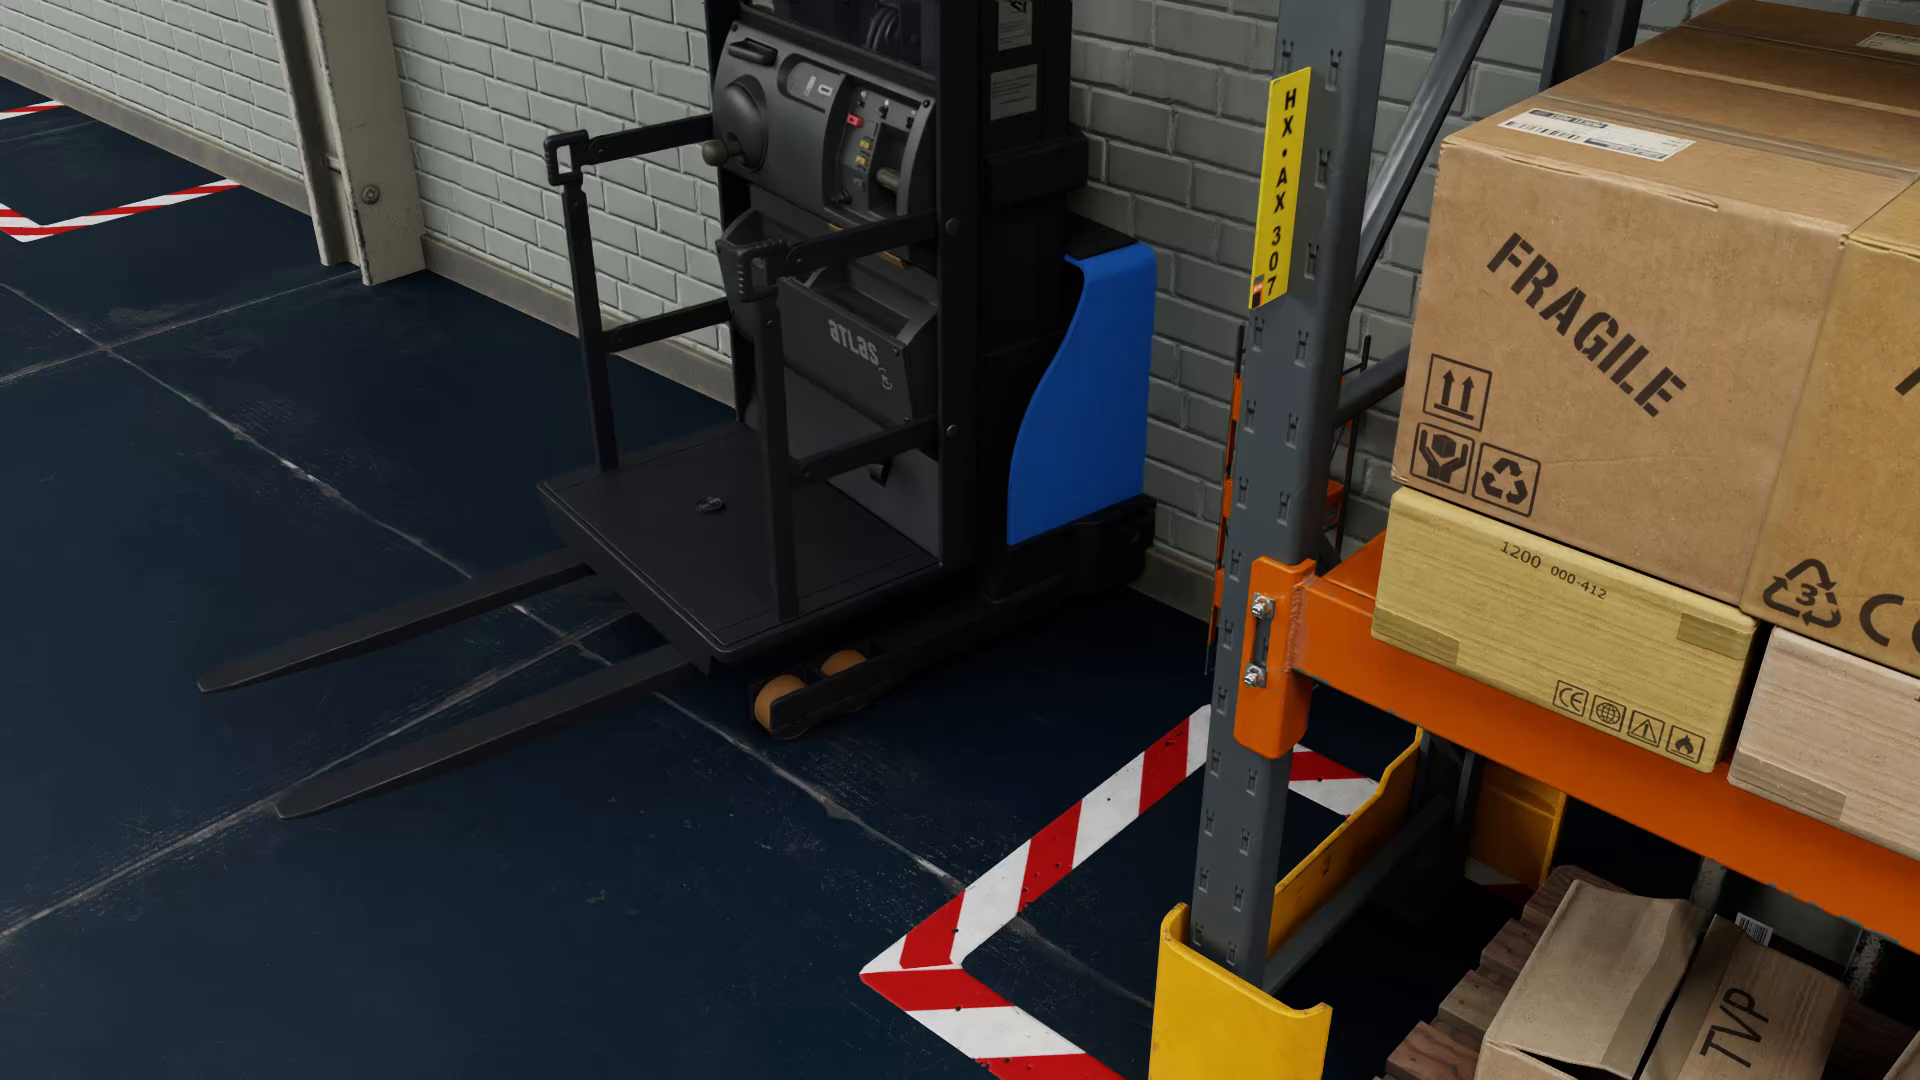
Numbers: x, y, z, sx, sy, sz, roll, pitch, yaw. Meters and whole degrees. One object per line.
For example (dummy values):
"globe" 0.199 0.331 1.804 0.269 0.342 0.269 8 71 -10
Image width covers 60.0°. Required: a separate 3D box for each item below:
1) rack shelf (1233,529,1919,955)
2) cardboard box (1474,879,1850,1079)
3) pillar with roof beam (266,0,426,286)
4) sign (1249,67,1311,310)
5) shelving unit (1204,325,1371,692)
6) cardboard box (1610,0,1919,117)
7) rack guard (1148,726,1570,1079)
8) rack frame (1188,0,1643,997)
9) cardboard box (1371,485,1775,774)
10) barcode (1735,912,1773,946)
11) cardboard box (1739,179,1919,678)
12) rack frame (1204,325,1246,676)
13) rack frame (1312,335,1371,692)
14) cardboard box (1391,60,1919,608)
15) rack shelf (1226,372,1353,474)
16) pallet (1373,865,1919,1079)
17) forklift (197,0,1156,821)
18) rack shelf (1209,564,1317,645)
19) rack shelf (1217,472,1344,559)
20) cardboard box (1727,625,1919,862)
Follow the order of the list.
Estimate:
"rack shelf" 2.291 0.680 1.910 4.000 0.370 1.077 25 39 35
"cardboard box" 1.261 0.917 2.999 0.500 0.311 0.500 20 37 30
"pillar with roof beam" -5.430 -3.410 2.189 0.400 9.000 9.100 25 39 35
"sign" 0.444 -0.484 2.306 0.005 0.325 0.100 25 39 35
"shelving unit" 0.840 -0.061 4.332 0.215 1.050 0.252 -25 39 -35
"cardboard box" 1.301 -0.504 2.578 0.500 0.500 0.500 25 39 35
"rack guard" 0.865 0.777 3.475 0.348 0.500 1.175 25 39 35
"rack frame" 0.808 -0.321 2.874 0.127 3.000 1.000 25 39 35
"cardboard box" 0.957 0.025 2.426 0.500 0.250 0.500 24 38 34
"barcode" 1.543 0.766 3.241 0.075 0.075 0.001 25 39 35
"cardboard box" 1.320 -0.131 1.959 0.500 0.500 0.500 25 39 35
"rack frame" 0.758 -0.108 4.409 0.200 1.050 0.008 -25 39 -35
"rack frame" 0.922 -0.014 4.255 0.200 1.050 0.008 -25 39 -35
"cardboard box" 0.961 -0.306 2.249 0.500 0.500 0.500 25 39 35
"rack shelf" 0.840 -0.295 4.191 0.215 0.259 0.240 -25 39 -35
"pallet" 1.443 1.195 3.060 1.213 0.211 1.003 25 39 35
"forklift" -0.531 -1.040 4.136 3.031 2.935 1.130 -21 37 -31
"rack shelf" 0.839 0.186 4.482 0.215 0.259 0.240 -25 39 -35
"rack shelf" 0.840 -0.052 4.338 0.215 0.259 0.240 -25 39 -35
"cardboard box" 1.352 0.200 2.136 0.500 0.250 0.500 24 38 34
